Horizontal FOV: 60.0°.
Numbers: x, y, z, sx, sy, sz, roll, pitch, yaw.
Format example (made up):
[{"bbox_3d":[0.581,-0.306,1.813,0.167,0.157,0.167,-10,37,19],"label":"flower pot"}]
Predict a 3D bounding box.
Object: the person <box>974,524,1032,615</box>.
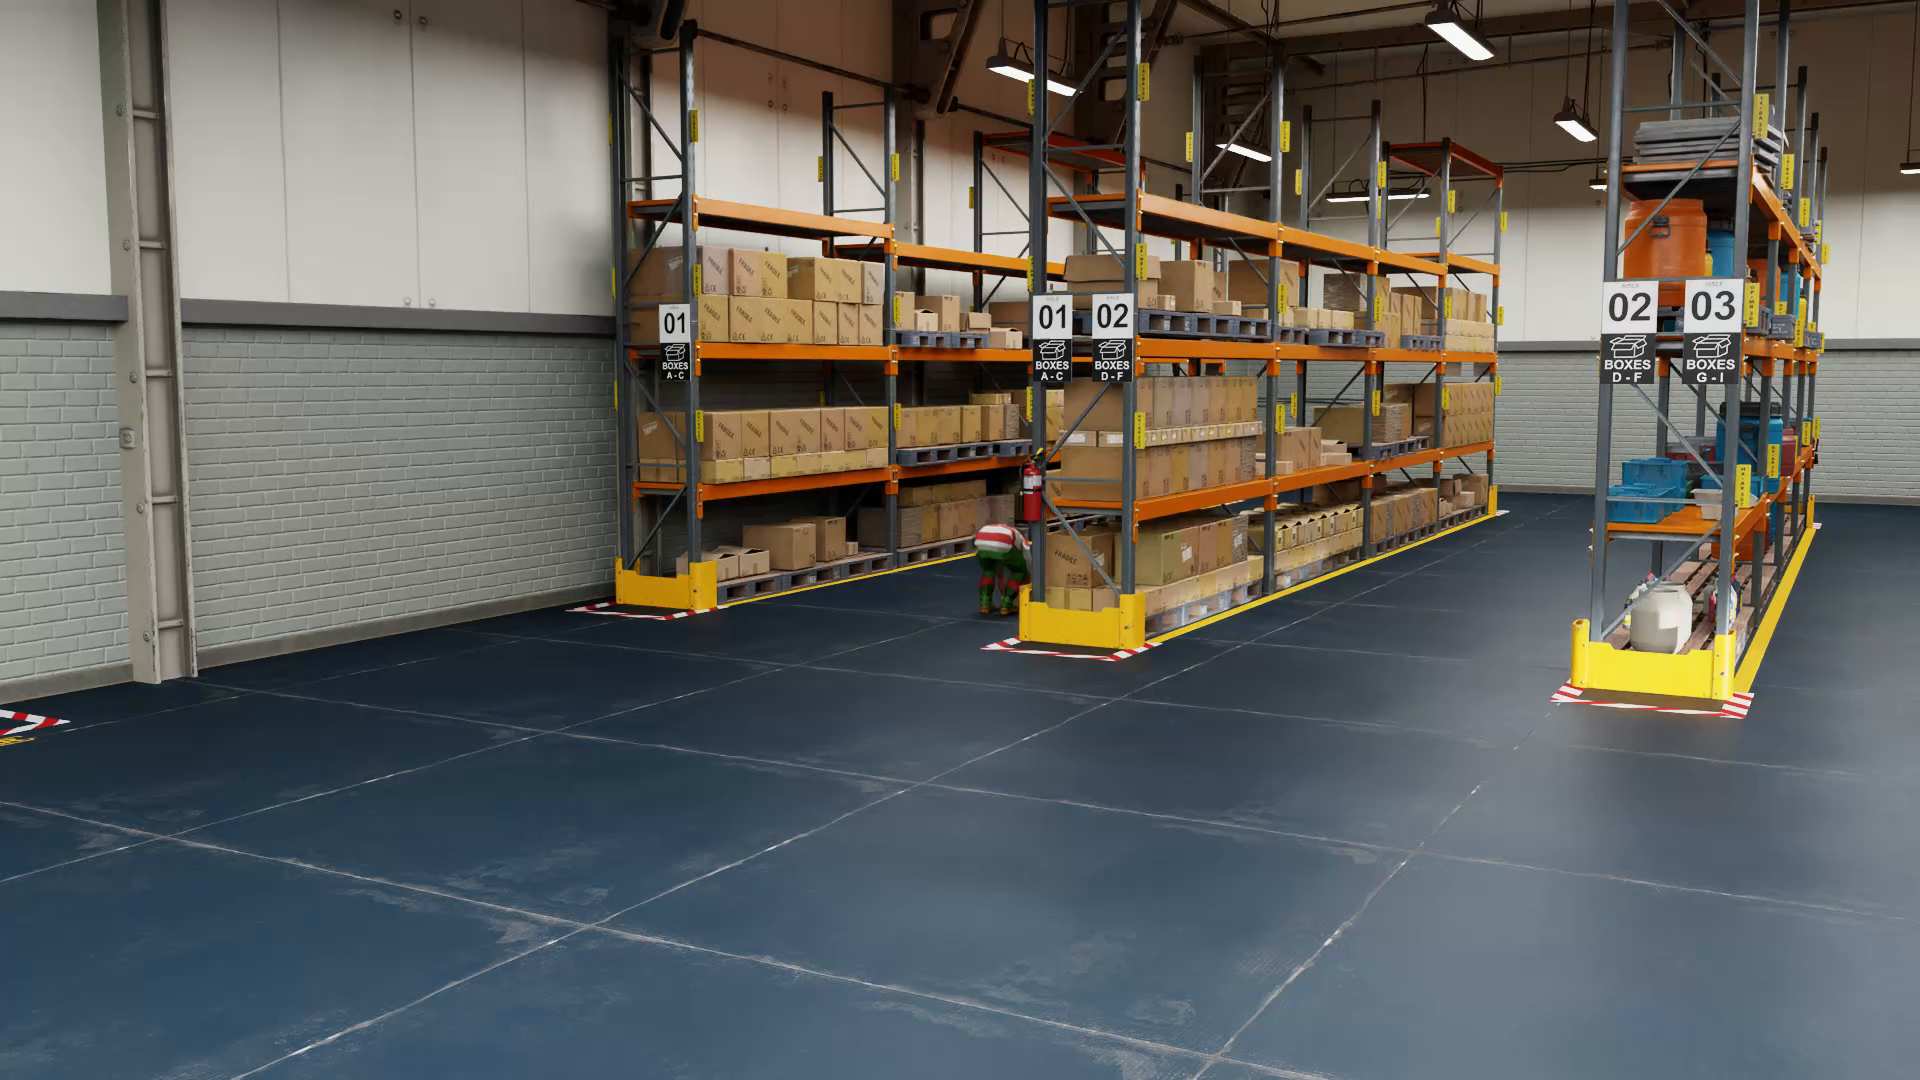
[{"bbox_3d":[0.474,0.281,17.446,0.535,0.931,0.951,3,7,26],"label":"person"}]
